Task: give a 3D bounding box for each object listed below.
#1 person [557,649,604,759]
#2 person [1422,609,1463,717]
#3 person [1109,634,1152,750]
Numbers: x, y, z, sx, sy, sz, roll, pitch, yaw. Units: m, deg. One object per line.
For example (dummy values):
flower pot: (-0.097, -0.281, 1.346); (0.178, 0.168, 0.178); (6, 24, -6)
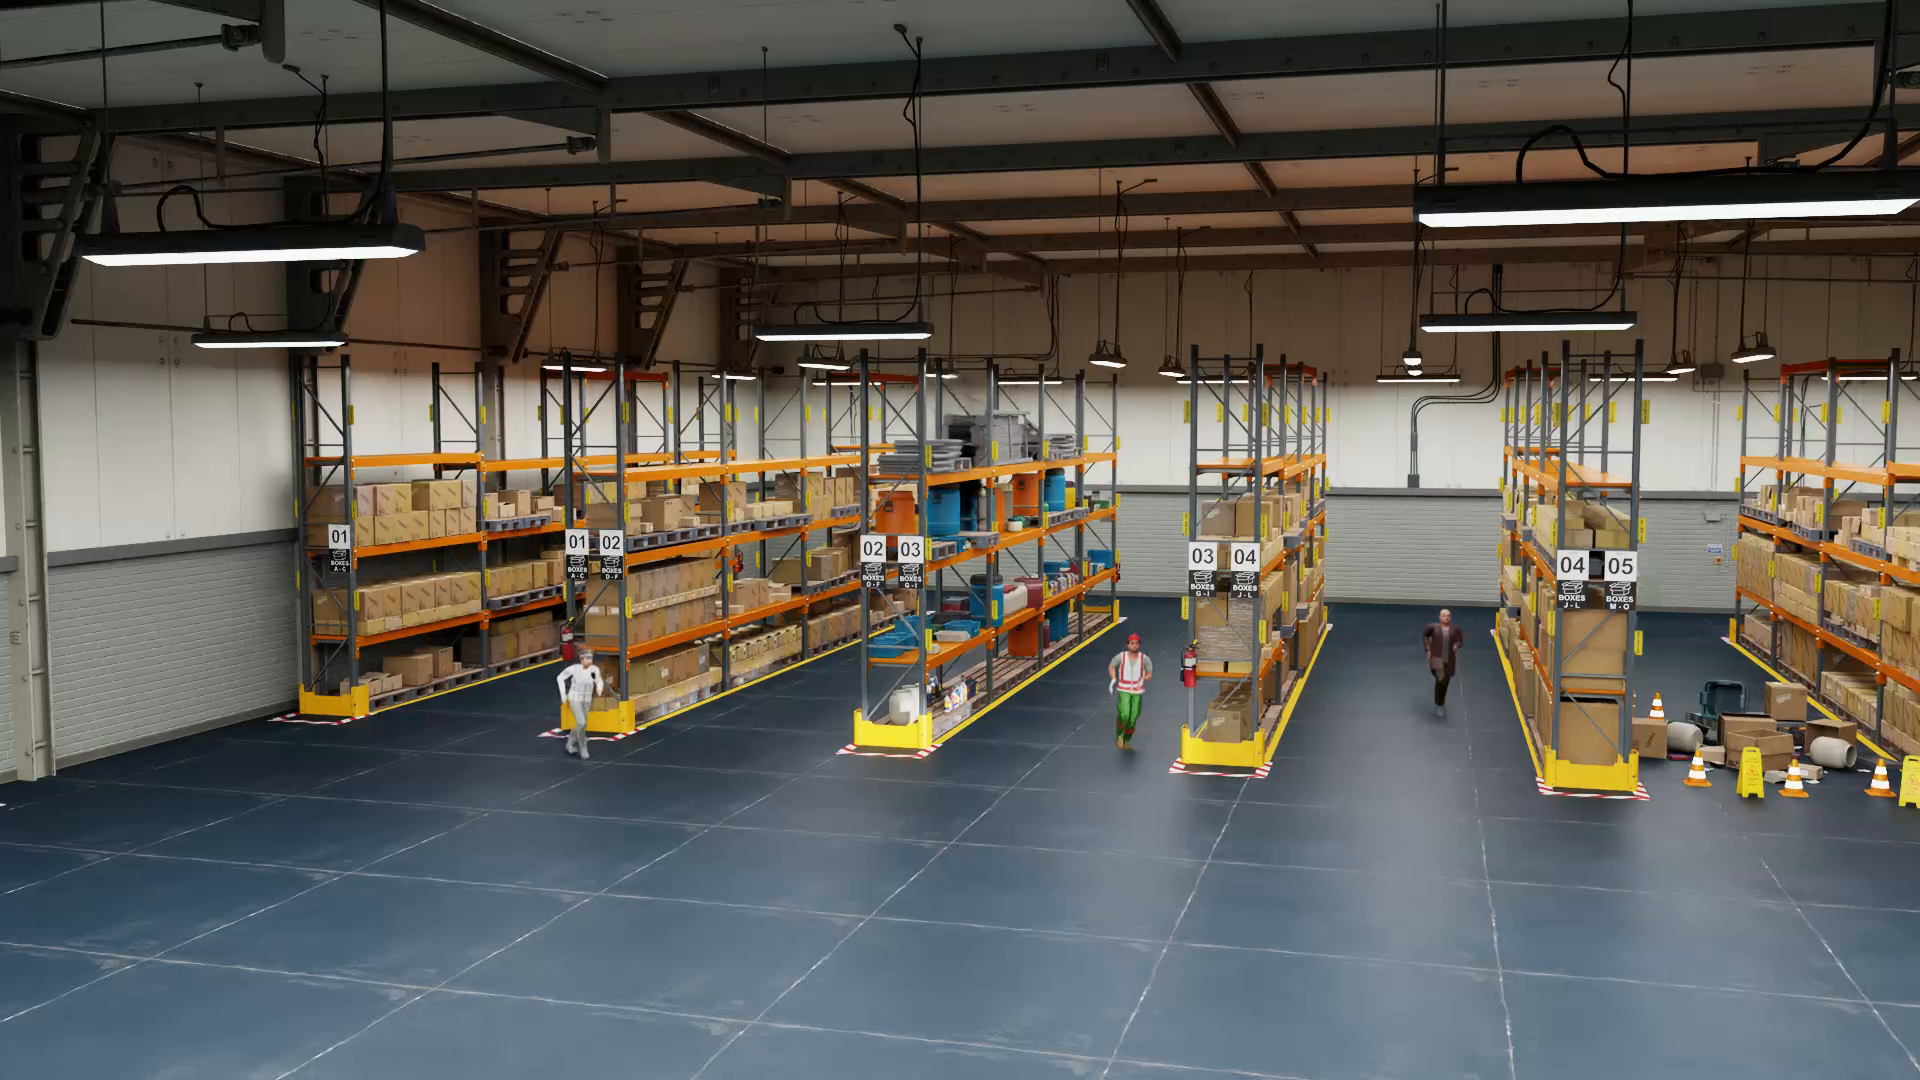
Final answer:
person: (-5.561, 2.388, 24.411); (0.632, 1.644, 0.826); (-3, 6, -39)
person: (8.090, 2.048, 27.845); (0.613, 1.815, 0.909); (0, 4, -1)
person: (2.548, 2.265, 24.758); (0.637, 1.734, 0.643); (0, 4, 1)
